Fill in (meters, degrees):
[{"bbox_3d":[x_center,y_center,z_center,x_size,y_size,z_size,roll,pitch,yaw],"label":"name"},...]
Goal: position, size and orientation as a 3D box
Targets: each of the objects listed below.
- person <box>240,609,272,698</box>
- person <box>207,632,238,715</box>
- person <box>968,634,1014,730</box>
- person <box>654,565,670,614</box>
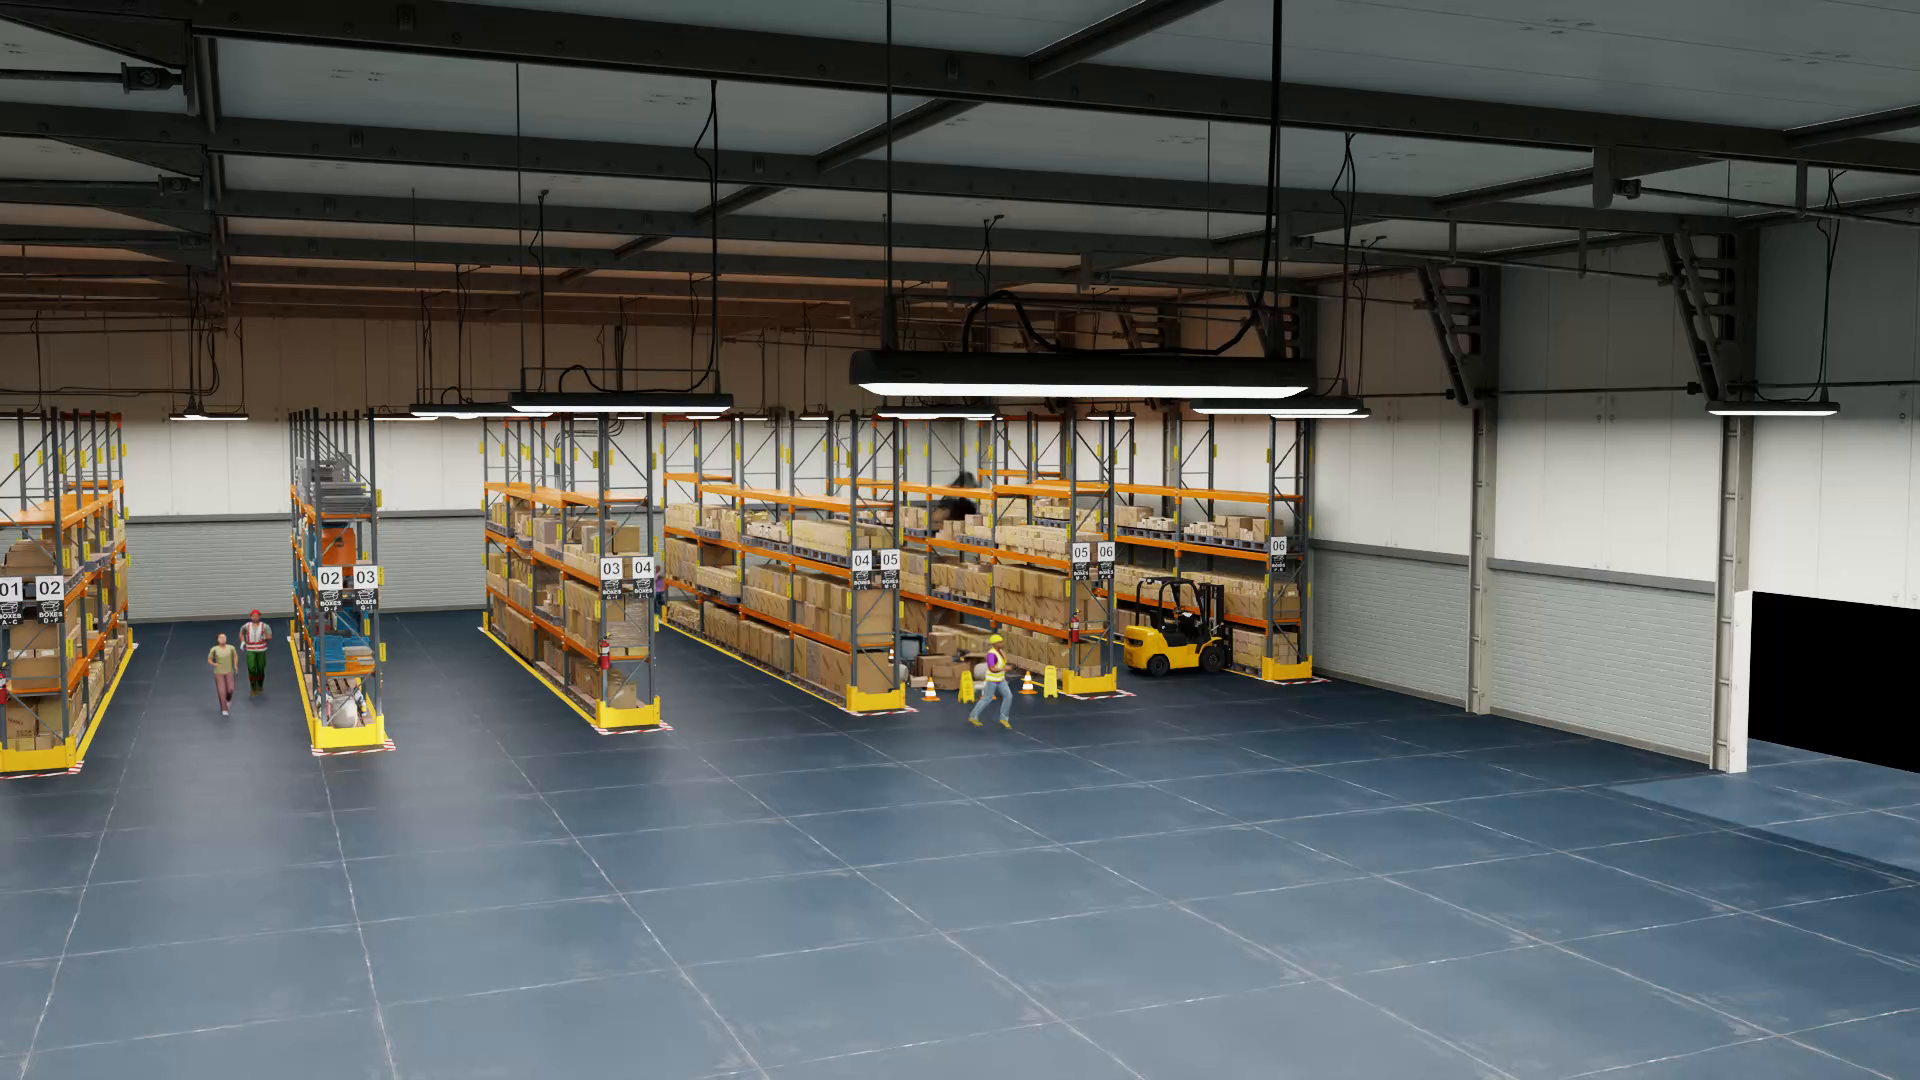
[{"bbox_3d":[-14.828,2.379,35.036,0.633,1.845,0.733,-2,4,-23],"label":"person"},{"bbox_3d":[-14.466,2.628,32.671,0.536,1.622,0.538,-2,5,-32],"label":"person"},{"bbox_3d":[0.628,2.662,31.155,0.905,1.812,0.710,2,4,26],"label":"person"},{"bbox_3d":[-8.807,1.517,48.682,0.871,1.594,0.575,-2,5,-30],"label":"person"}]
